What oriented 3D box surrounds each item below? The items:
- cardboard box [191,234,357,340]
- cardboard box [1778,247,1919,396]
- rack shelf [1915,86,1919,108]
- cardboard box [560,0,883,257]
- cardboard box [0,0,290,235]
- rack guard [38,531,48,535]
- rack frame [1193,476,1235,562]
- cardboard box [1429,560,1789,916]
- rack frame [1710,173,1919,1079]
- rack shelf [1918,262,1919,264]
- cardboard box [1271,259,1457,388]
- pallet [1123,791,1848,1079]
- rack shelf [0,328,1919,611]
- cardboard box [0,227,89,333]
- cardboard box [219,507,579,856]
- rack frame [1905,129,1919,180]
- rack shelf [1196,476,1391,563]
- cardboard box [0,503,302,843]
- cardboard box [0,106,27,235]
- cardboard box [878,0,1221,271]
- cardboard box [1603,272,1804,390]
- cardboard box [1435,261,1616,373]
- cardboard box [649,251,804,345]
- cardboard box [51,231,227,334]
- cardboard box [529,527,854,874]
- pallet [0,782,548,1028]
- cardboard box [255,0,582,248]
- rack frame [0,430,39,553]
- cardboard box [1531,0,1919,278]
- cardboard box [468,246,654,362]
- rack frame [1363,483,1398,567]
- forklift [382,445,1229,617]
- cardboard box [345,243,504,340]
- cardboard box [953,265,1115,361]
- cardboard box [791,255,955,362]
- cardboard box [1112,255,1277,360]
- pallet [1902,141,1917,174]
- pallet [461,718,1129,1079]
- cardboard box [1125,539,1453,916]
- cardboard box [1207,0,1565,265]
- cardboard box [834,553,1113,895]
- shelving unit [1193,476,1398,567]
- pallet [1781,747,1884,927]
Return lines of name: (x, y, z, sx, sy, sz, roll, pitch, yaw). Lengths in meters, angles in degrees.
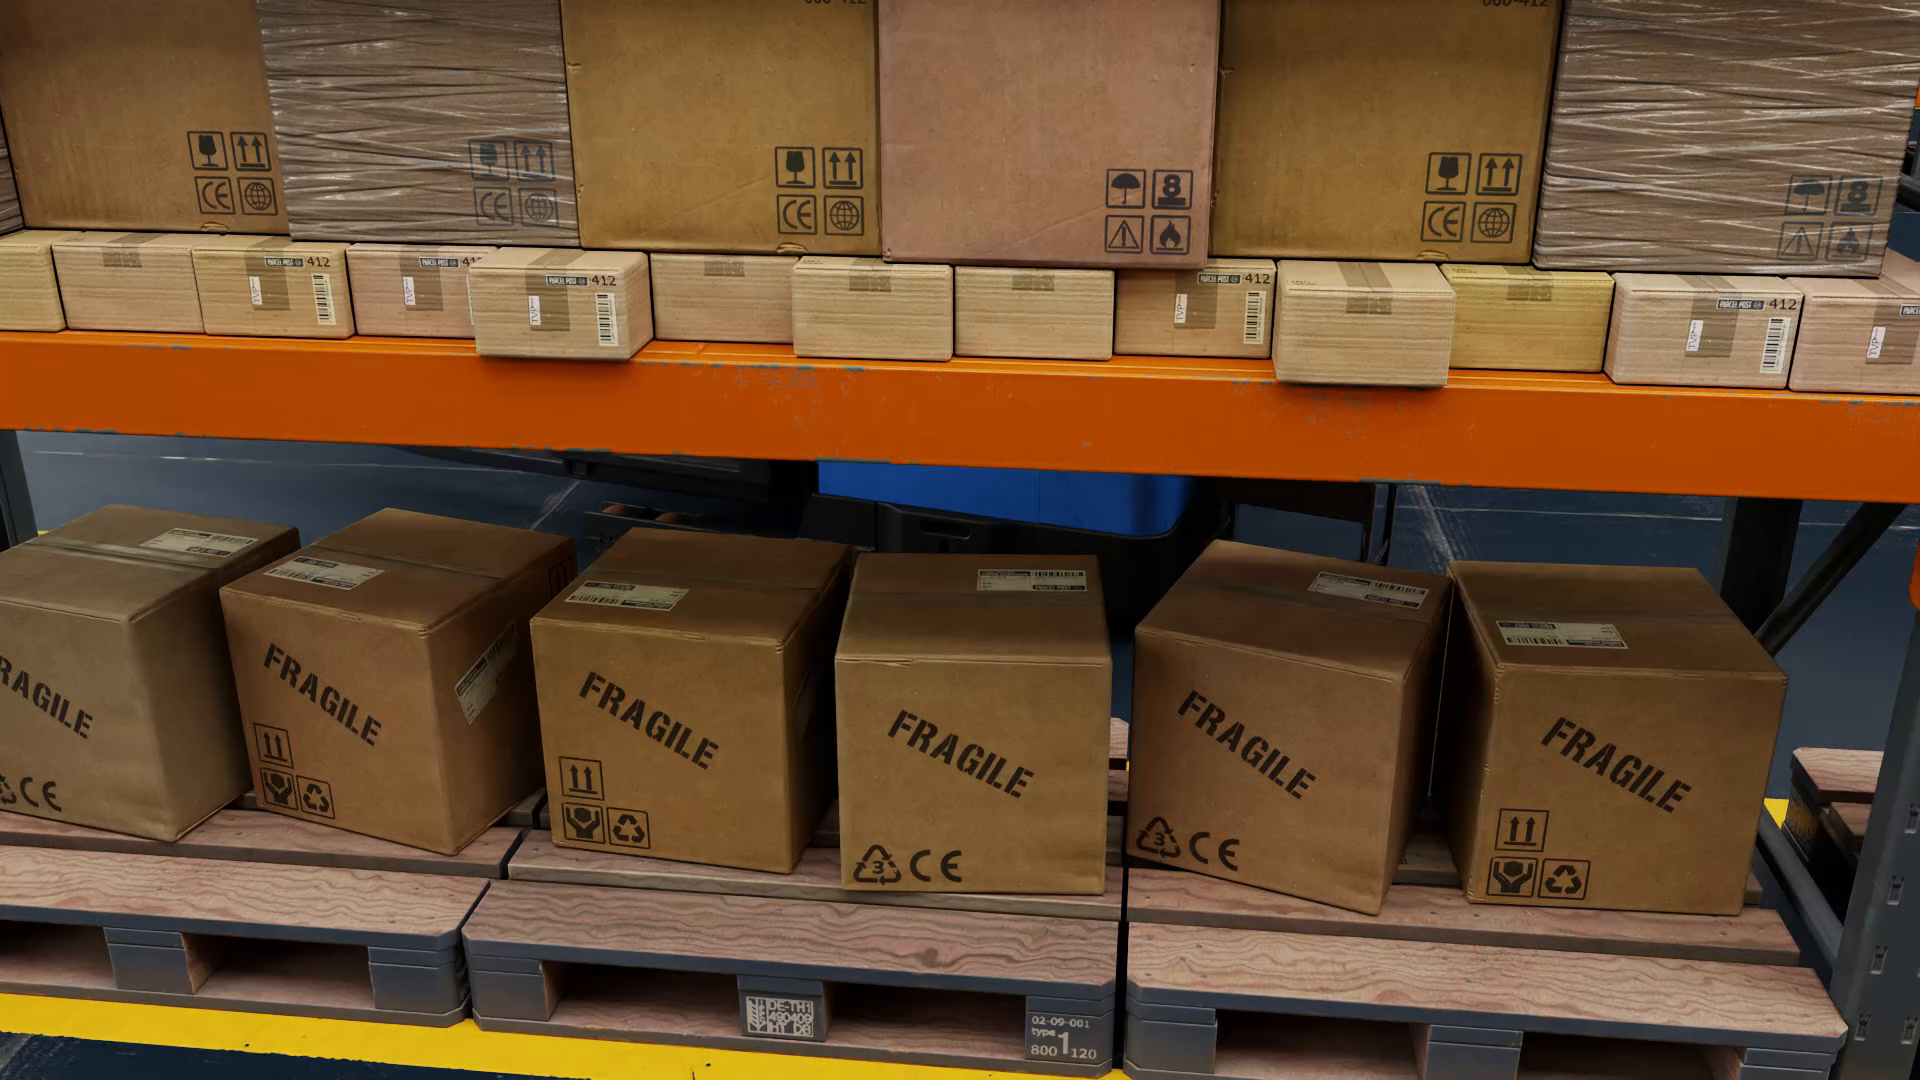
cardboard box: (-1.108, -0.470, 2.892, 0.250, 0.149, 0.380, 2, 22, 6)
cardboard box: (1.371, -0.349, 2.586, 0.250, 0.149, 0.380, 2, 22, 6)
rack shelf: (4.188, -1.952, 7.275, 4.000, 0.370, 1.077, 2, 22, 6)
cardboard box: (-0.313, -0.847, 2.962, 0.500, 0.500, 0.875, 2, 22, 6)
cardboard box: (-1.300, -0.911, 3.123, 0.500, 0.500, 0.875, 2, 22, 6)
rack guard: (-2.278, 0.428, 3.676, 0.348, 0.500, 1.175, 2, 22, 6)
rack frame: (0.788, -0.853, 4.721, 0.015, 2.100, 0.400, 10, 24, 22)
cardboard box: (1.226, 0.371, 3.250, 0.500, 0.500, 0.500, 2, 22, 5)
rack frame: (1.619, -0.564, 2.787, 0.127, 3.000, 1.000, 2, 22, 6)
rack shelf: (3.605, -0.143, 2.701, 4.000, 0.370, 1.077, 2, 22, 6)
cardboard box: (0.621, -0.367, 2.629, 0.250, 0.149, 0.380, 2, 22, 6)
pallet: (0.948, 0.716, 3.341, 1.213, 0.211, 1.003, 2, 22, 6)
rack shelf: (-0.367, -0.316, 3.139, 4.000, 0.370, 1.077, 2, 22, 6)
cardboard box: (-1.606, -0.487, 2.934, 0.250, 0.149, 0.380, 2, 22, 6)
cardboard box: (-1.138, 0.276, 3.490, 0.500, 0.500, 0.500, 8, 23, 20)
rack frame: (6.761, -4.008, 11.498, 0.127, 3.000, 1.000, 2, 22, 6)
rack shelf: (1.000, -0.151, 4.896, 0.480, 0.518, 0.431, 10, 24, 22)
cardboard box: (-1.735, 0.263, 3.524, 0.500, 0.500, 0.500, 7, 23, 16)
cardboard box: (-1.810, -0.888, 3.067, 0.500, 0.500, 0.875, 2, 22, 6)
cardboard box: (0.178, -0.811, 2.870, 0.500, 0.500, 0.875, 2, 22, 6)
cardboard box: (1.124, -0.364, 2.622, 0.250, 0.149, 0.380, 2, 22, 6)
cardboard box: (0.882, -0.397, 2.705, 0.250, 0.149, 0.380, 2, 22, 6)
cardboard box: (-0.356, -0.459, 2.861, 0.250, 0.149, 0.380, 2, 22, 6)
cardboard box: (-1.355, -0.484, 2.926, 0.250, 0.149, 0.380, 2, 22, 6)
cardboard box: (-0.518, 0.310, 3.404, 0.500, 0.500, 0.500, 5, 22, 11)
pallet: (-1.475, 0.611, 3.608, 1.213, 0.211, 1.003, 2, 22, 6)
cardboard box: (-0.808, -0.873, 3.028, 0.500, 0.500, 0.875, 2, 22, 6)
rack frame: (-2.353, -0.737, 3.225, 0.127, 3.000, 1.000, 2, 22, 6)
cardboard box: (1.179, -0.791, 2.821, 0.500, 0.500, 0.875, 2, 22, 6)
cardboard box: (-0.620, -0.421, 2.766, 0.250, 0.149, 0.380, 2, 22, 6)
rack frame: (1.232, -0.772, 4.536, 0.015, 2.100, 0.400, 10, 24, 22)
forklift: (-0.654, -1.449, 5.117, 3.031, 2.935, 1.130, 8, 23, 20)
cardboard box: (-0.856, -0.470, 2.889, 0.250, 0.149, 0.380, 2, 22, 6)
cardboard box: (0.135, -0.422, 2.768, 0.250, 0.149, 0.380, 2, 22, 6)
cardboard box: (-0.117, -0.420, 2.763, 0.250, 0.149, 0.380, 2, 22, 6)
cardboard box: (0.388, -0.426, 2.778, 0.250, 0.149, 0.380, 2, 22, 6)
pallet: (7.497, -2.665, 11.894, 1.213, 0.211, 1.003, 2, 22, 6)
pallet: (-0.267, 0.664, 3.472, 1.213, 0.211, 1.003, 2, 22, 6)
cardboard box: (0.657, 0.349, 3.306, 0.500, 0.500, 0.500, 10, 24, 23)
cardboard box: (0.687, -0.826, 2.908, 0.500, 0.500, 0.875, 2, 22, 6)
cardboard box: (0.031, 0.351, 3.302, 0.500, 0.500, 0.500, 1, 22, 1)
shelving unit: (1.010, -0.813, 4.629, 0.503, 2.100, 0.431, 10, 24, 22)
pallet: (2.392, 0.766, 3.216, 1.213, 0.211, 1.003, 2, 22, 6)
